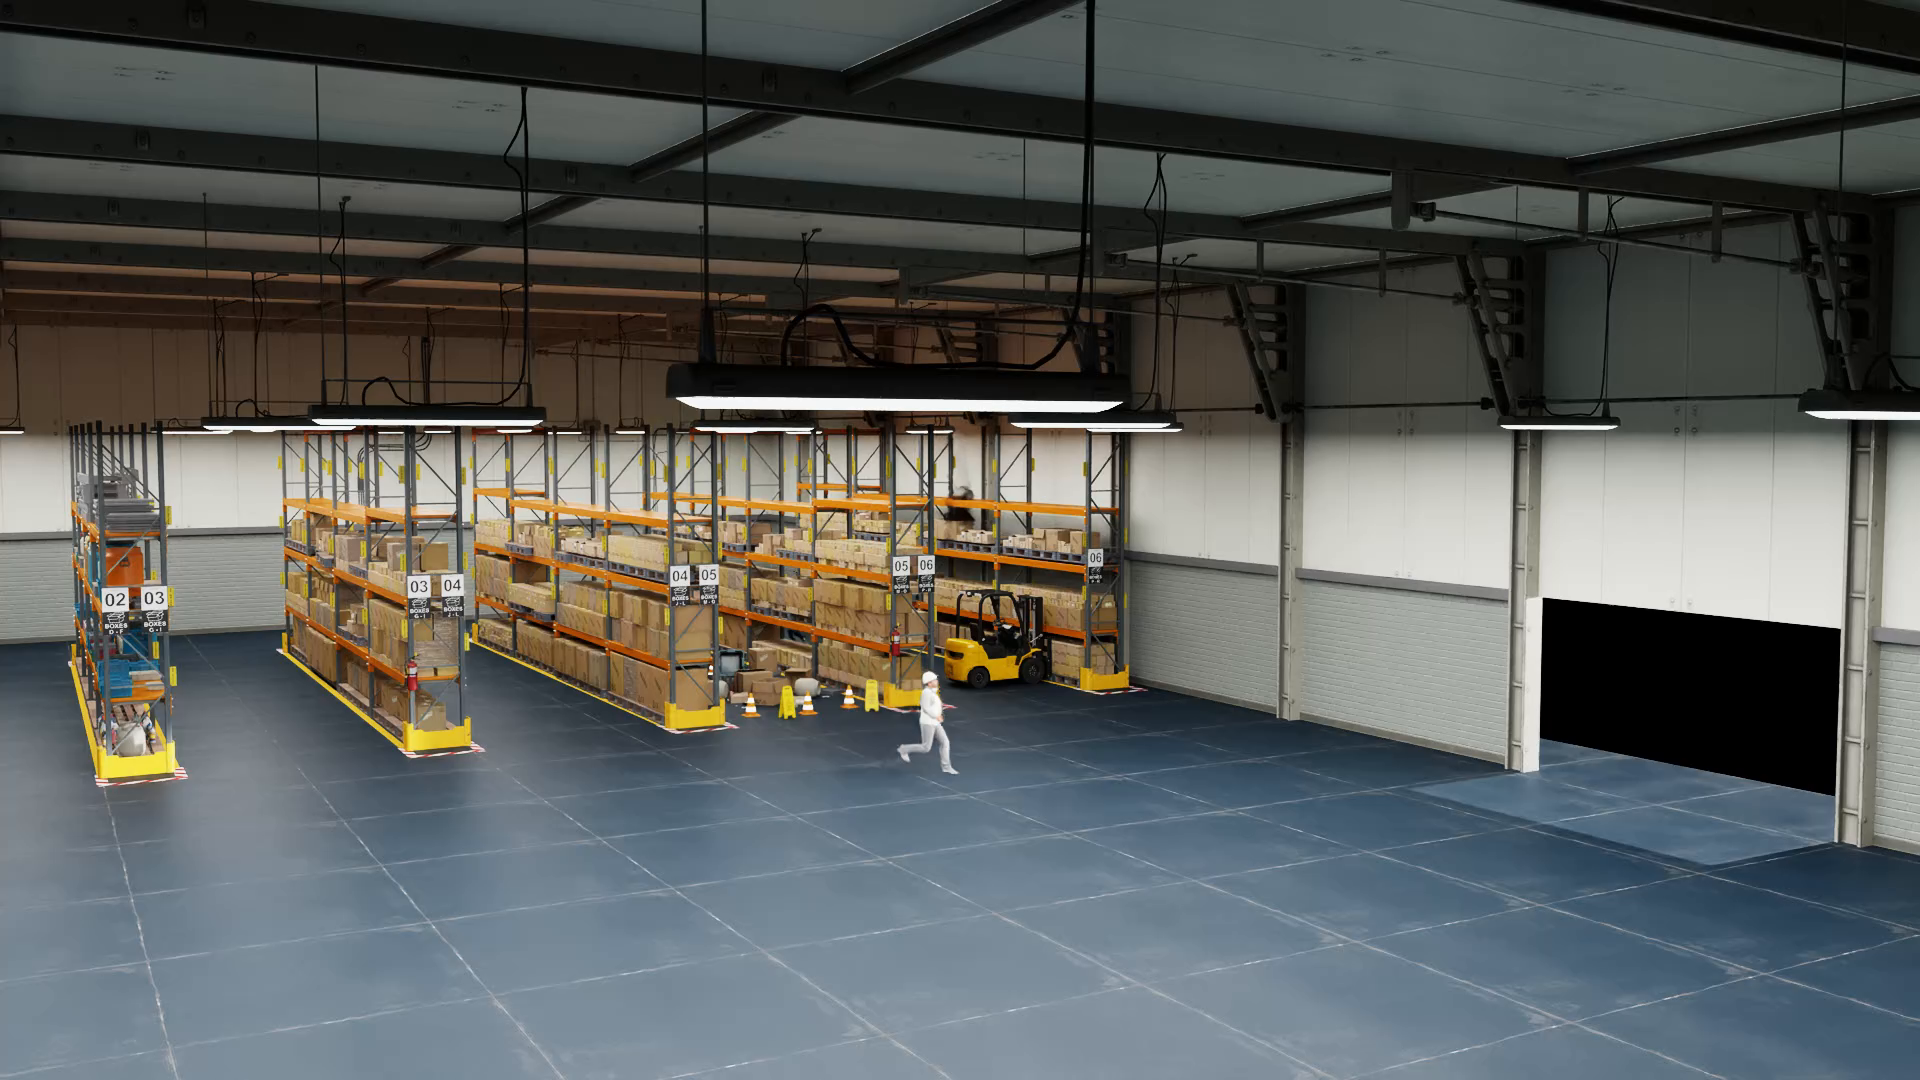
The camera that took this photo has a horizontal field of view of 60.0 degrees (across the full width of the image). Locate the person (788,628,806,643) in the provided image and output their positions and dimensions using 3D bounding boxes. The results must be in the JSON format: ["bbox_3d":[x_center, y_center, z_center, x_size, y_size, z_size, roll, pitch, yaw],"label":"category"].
[{"bbox_3d":[-4.397,2.195,44.472,0.536,1.575,0.744,-3,5,-39],"label":"person"}]

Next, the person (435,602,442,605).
[{"bbox_3d":[-14.052,2.127,44.901,0.586,1.650,0.638,-1,4,-21],"label":"person"}]

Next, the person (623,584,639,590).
[{"bbox_3d":[-9.894,1.836,49.977,0.745,1.637,0.556,-2,4,-33],"label":"person"}]

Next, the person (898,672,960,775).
[{"bbox_3d":[-0.516,3.123,28.271,1.016,1.764,0.638,1,4,14],"label":"person"}]
